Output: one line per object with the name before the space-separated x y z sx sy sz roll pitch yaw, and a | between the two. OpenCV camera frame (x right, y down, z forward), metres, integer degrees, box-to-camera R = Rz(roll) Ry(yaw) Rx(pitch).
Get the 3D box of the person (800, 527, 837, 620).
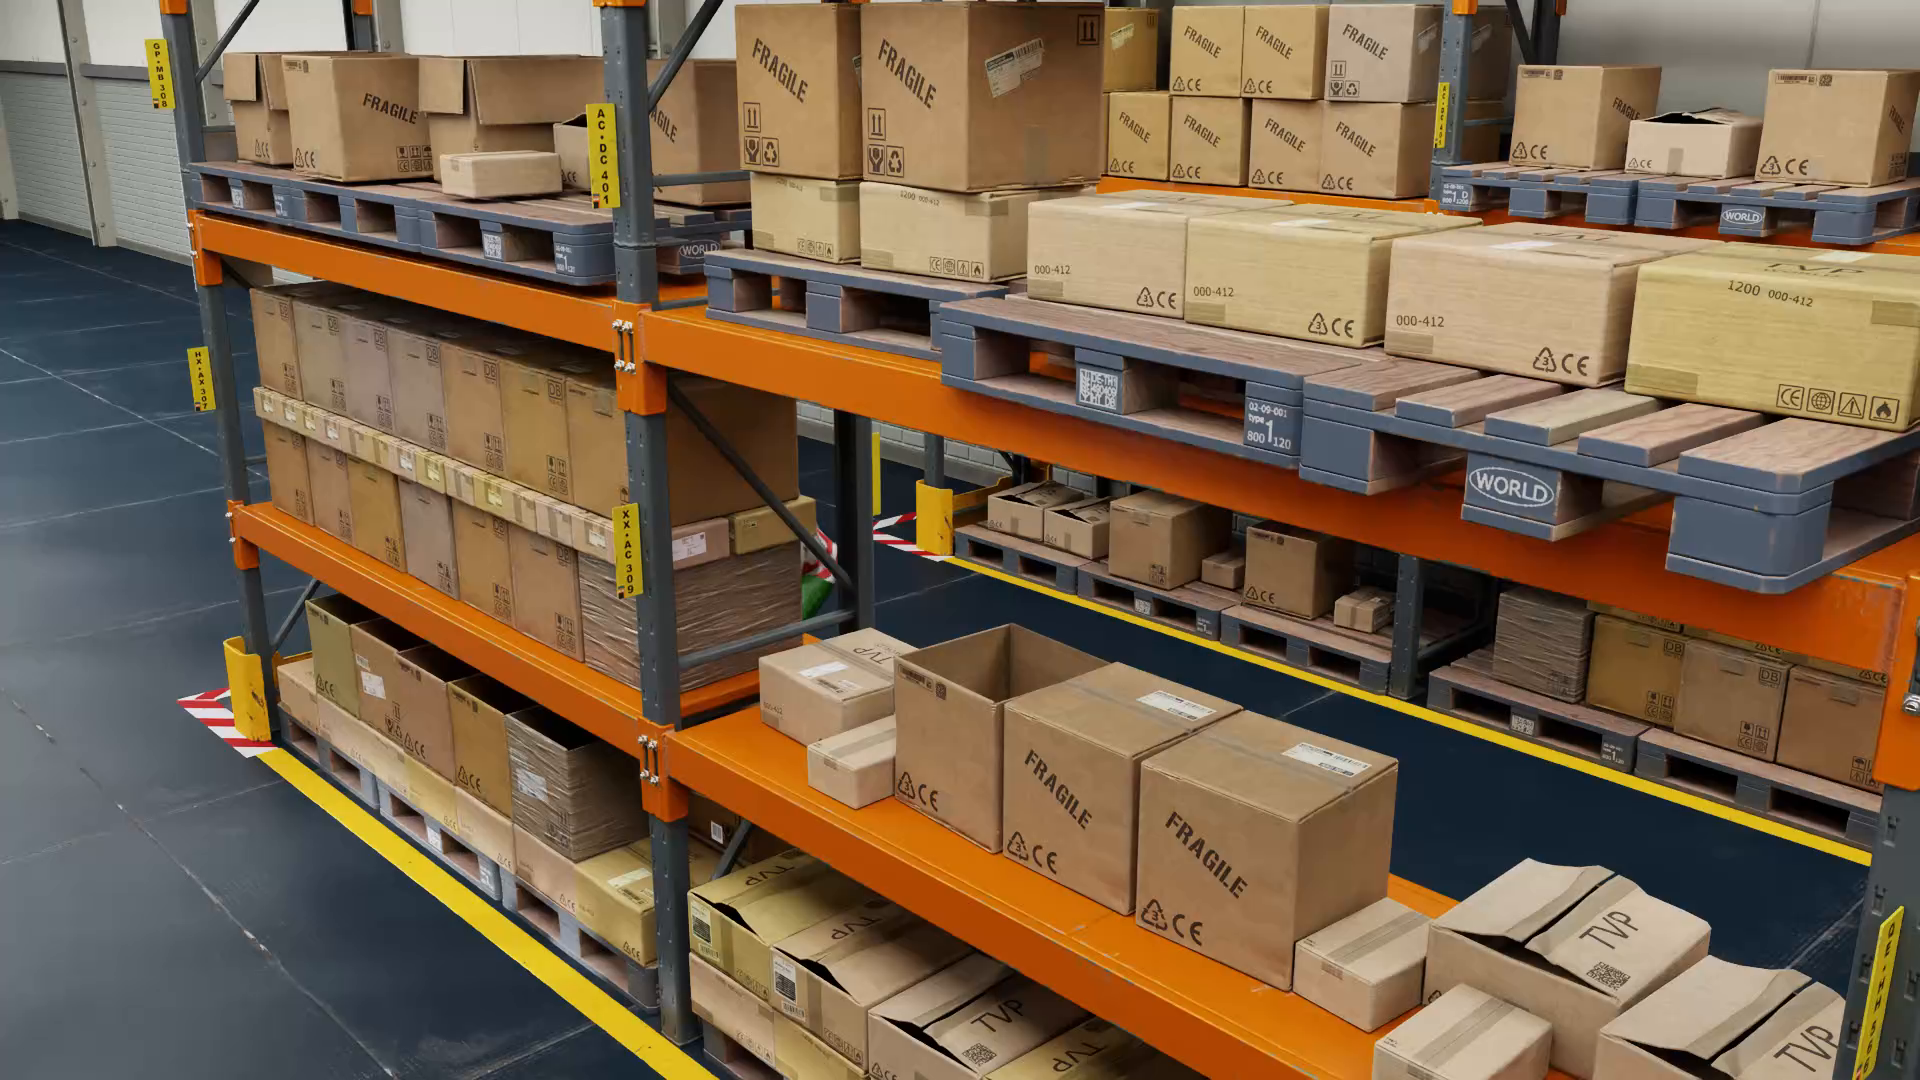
person | -1.024 0.277 9.542 0.833 1.239 0.585 -16 23 -41
